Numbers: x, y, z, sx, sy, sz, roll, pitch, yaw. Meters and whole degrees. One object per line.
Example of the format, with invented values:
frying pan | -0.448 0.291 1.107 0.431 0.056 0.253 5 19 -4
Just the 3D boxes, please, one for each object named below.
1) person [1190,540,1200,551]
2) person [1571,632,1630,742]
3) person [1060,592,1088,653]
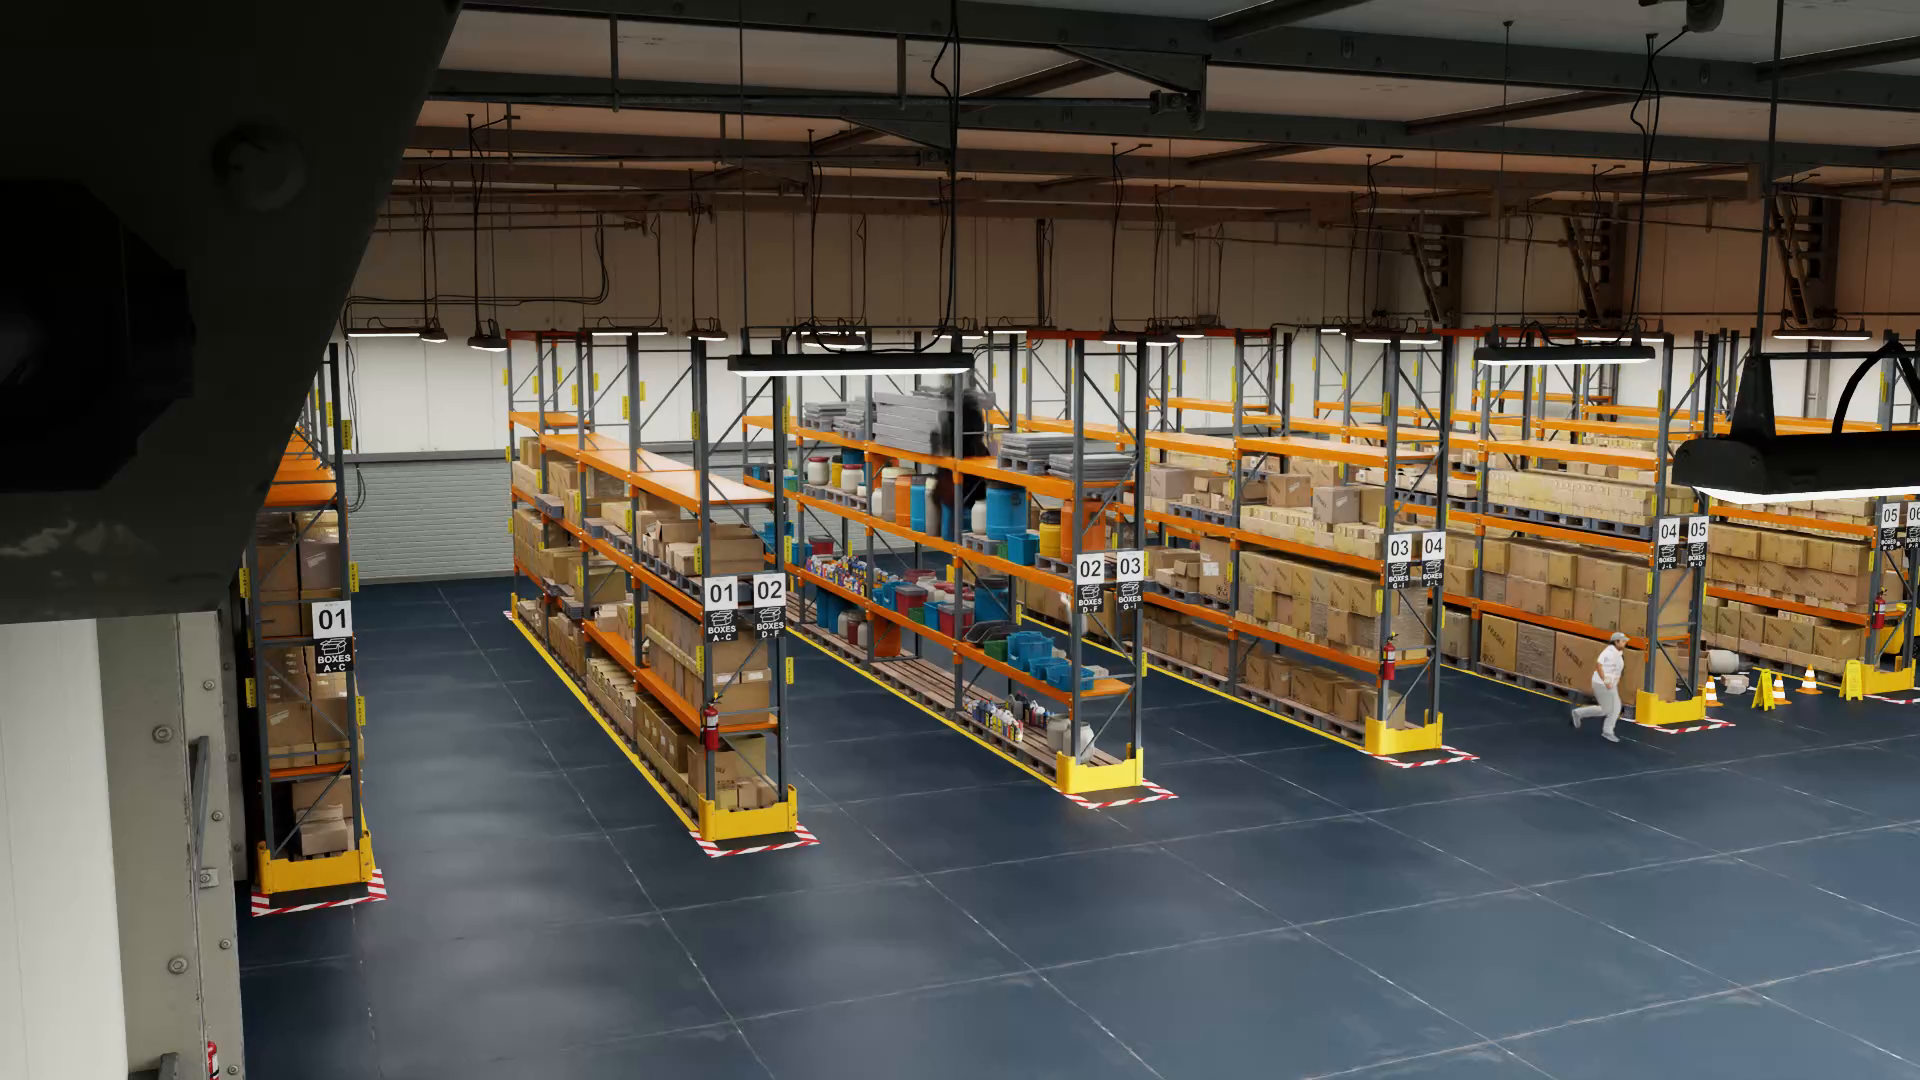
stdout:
person | 6.099 -0.226 42.348 0.781 1.648 0.604 -4 9 -28
person | 9.645 2.171 24.993 0.739 1.626 0.618 4 9 30
person | 2.113 1.288 30.123 0.612 1.653 0.544 -3 8 -22
